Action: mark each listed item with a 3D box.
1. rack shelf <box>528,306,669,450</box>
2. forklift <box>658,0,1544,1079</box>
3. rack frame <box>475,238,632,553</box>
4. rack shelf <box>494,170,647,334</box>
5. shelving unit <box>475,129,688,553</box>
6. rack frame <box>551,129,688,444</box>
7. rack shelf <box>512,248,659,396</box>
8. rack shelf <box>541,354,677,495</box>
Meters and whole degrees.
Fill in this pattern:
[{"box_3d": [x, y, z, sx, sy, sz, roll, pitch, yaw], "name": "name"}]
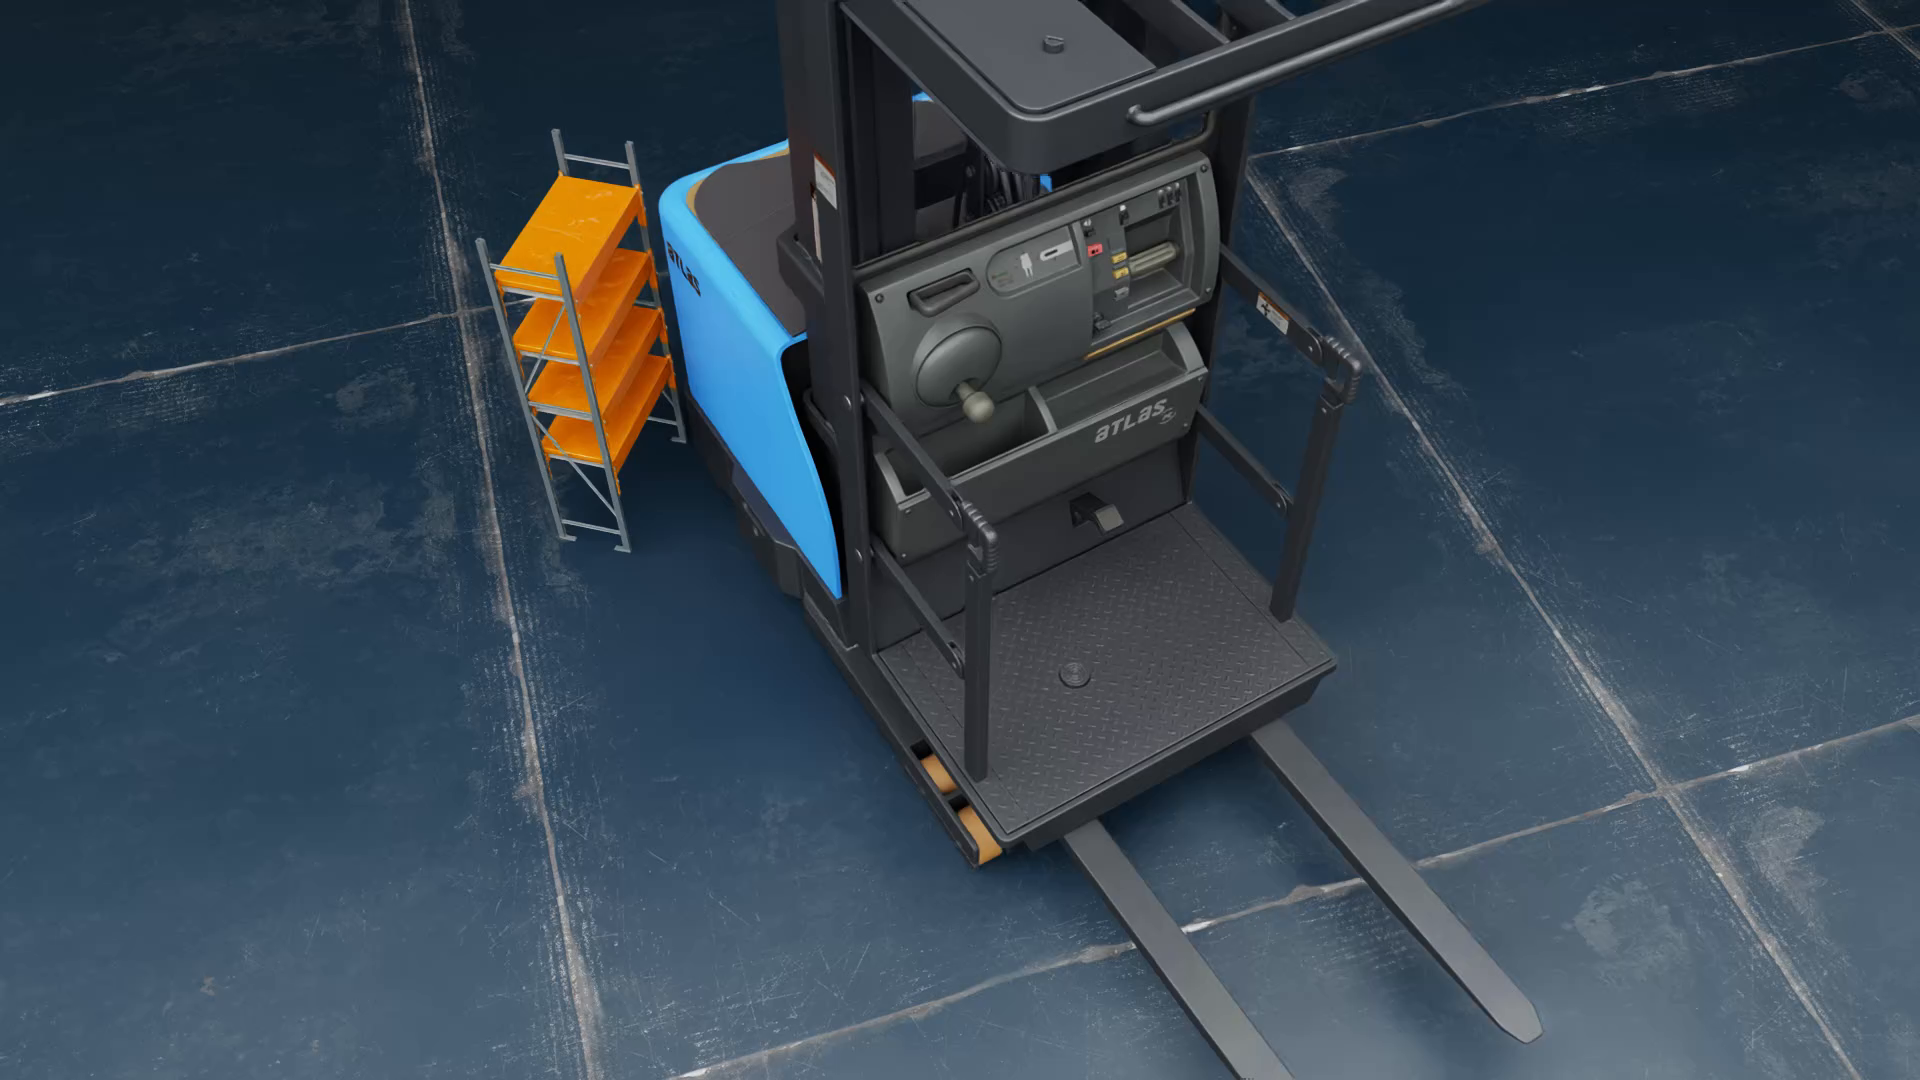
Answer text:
[{"box_3d": [-1.085, -0.511, 4.984, 0.258, 0.148, 0.480, 11, 51, 9], "name": "rack shelf"}, {"box_3d": [0.325, -0.482, 3.740, 1.130, 2.935, 3.031, -25, 54, -20], "name": "forklift"}, {"box_3d": [-1.147, -0.374, 4.781, 0.240, 1.200, 0.015, 11, 51, 9], "name": "rack frame"}, {"box_3d": [-1.085, -0.808, 4.632, 0.258, 0.148, 0.480, 11, 51, 9], "name": "rack shelf"}, {"box_3d": [-1.085, -0.555, 4.933, 0.258, 1.200, 0.503, 11, 51, 9], "name": "shelving unit"}, {"box_3d": [-1.023, -0.735, 5.085, 0.240, 1.200, 0.015, 11, 51, 9], "name": "rack frame"}, {"box_3d": [-1.085, -0.655, 4.813, 0.258, 0.148, 0.480, 11, 51, 9], "name": "rack shelf"}, {"box_3d": [-1.085, -0.383, 5.136, 0.258, 0.148, 0.480, 11, 51, 9], "name": "rack shelf"}]
